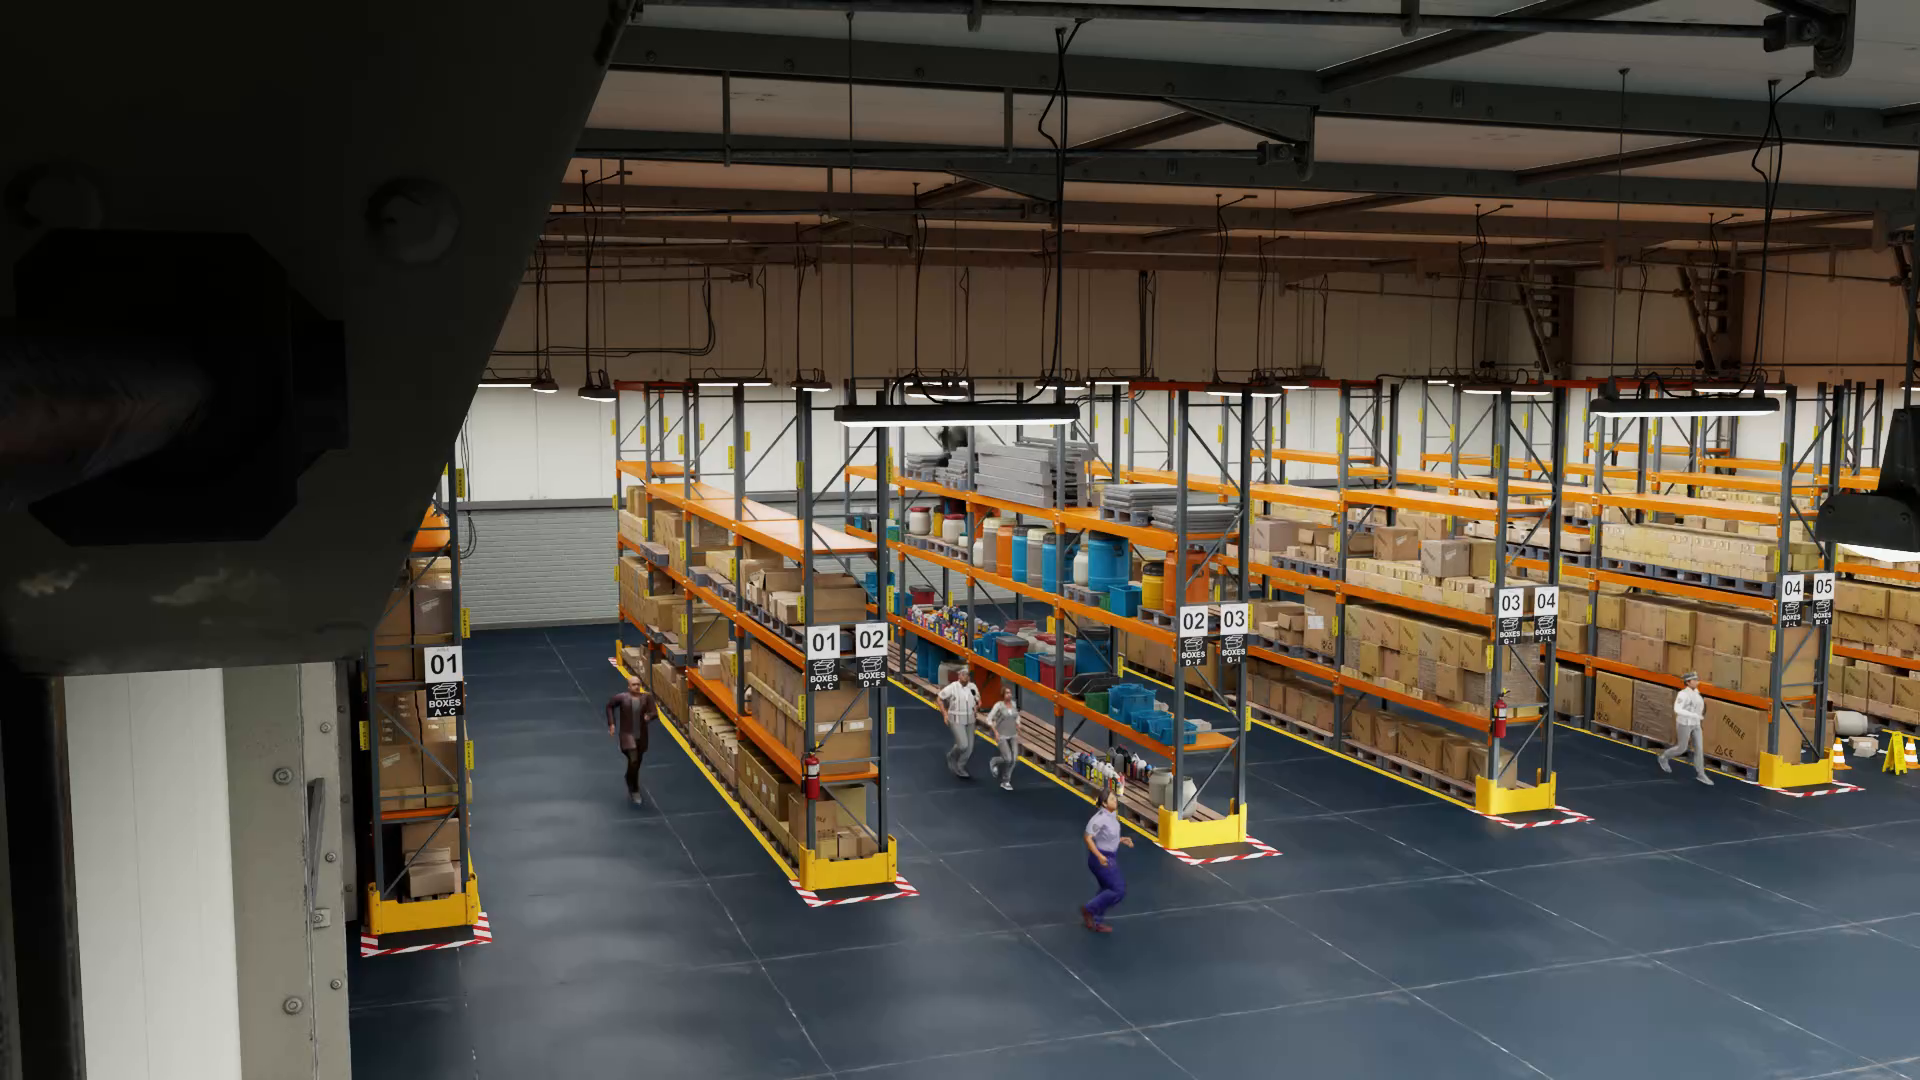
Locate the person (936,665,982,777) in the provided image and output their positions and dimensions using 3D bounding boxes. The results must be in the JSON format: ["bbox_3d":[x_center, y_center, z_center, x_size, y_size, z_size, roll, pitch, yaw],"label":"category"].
[{"bbox_3d":[0.055,2.771,25.453,0.668,1.740,0.594,-3,7,-29],"label":"person"}]

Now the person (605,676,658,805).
[{"bbox_3d":[-4.749,2.888,24.218,0.666,1.847,0.937,-4,7,-32],"label":"person"}]

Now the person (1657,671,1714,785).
[{"bbox_3d":[11.023,2.813,25.229,0.561,1.689,0.943,-3,7,-28],"label":"person"}]

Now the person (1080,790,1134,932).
[{"bbox_3d":[1.648,3.578,18.558,0.561,1.614,0.592,1,6,12],"label":"person"}]

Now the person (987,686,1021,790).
[{"bbox_3d":[0.679,2.943,24.826,0.537,1.554,0.547,-3,7,-29],"label":"person"}]
